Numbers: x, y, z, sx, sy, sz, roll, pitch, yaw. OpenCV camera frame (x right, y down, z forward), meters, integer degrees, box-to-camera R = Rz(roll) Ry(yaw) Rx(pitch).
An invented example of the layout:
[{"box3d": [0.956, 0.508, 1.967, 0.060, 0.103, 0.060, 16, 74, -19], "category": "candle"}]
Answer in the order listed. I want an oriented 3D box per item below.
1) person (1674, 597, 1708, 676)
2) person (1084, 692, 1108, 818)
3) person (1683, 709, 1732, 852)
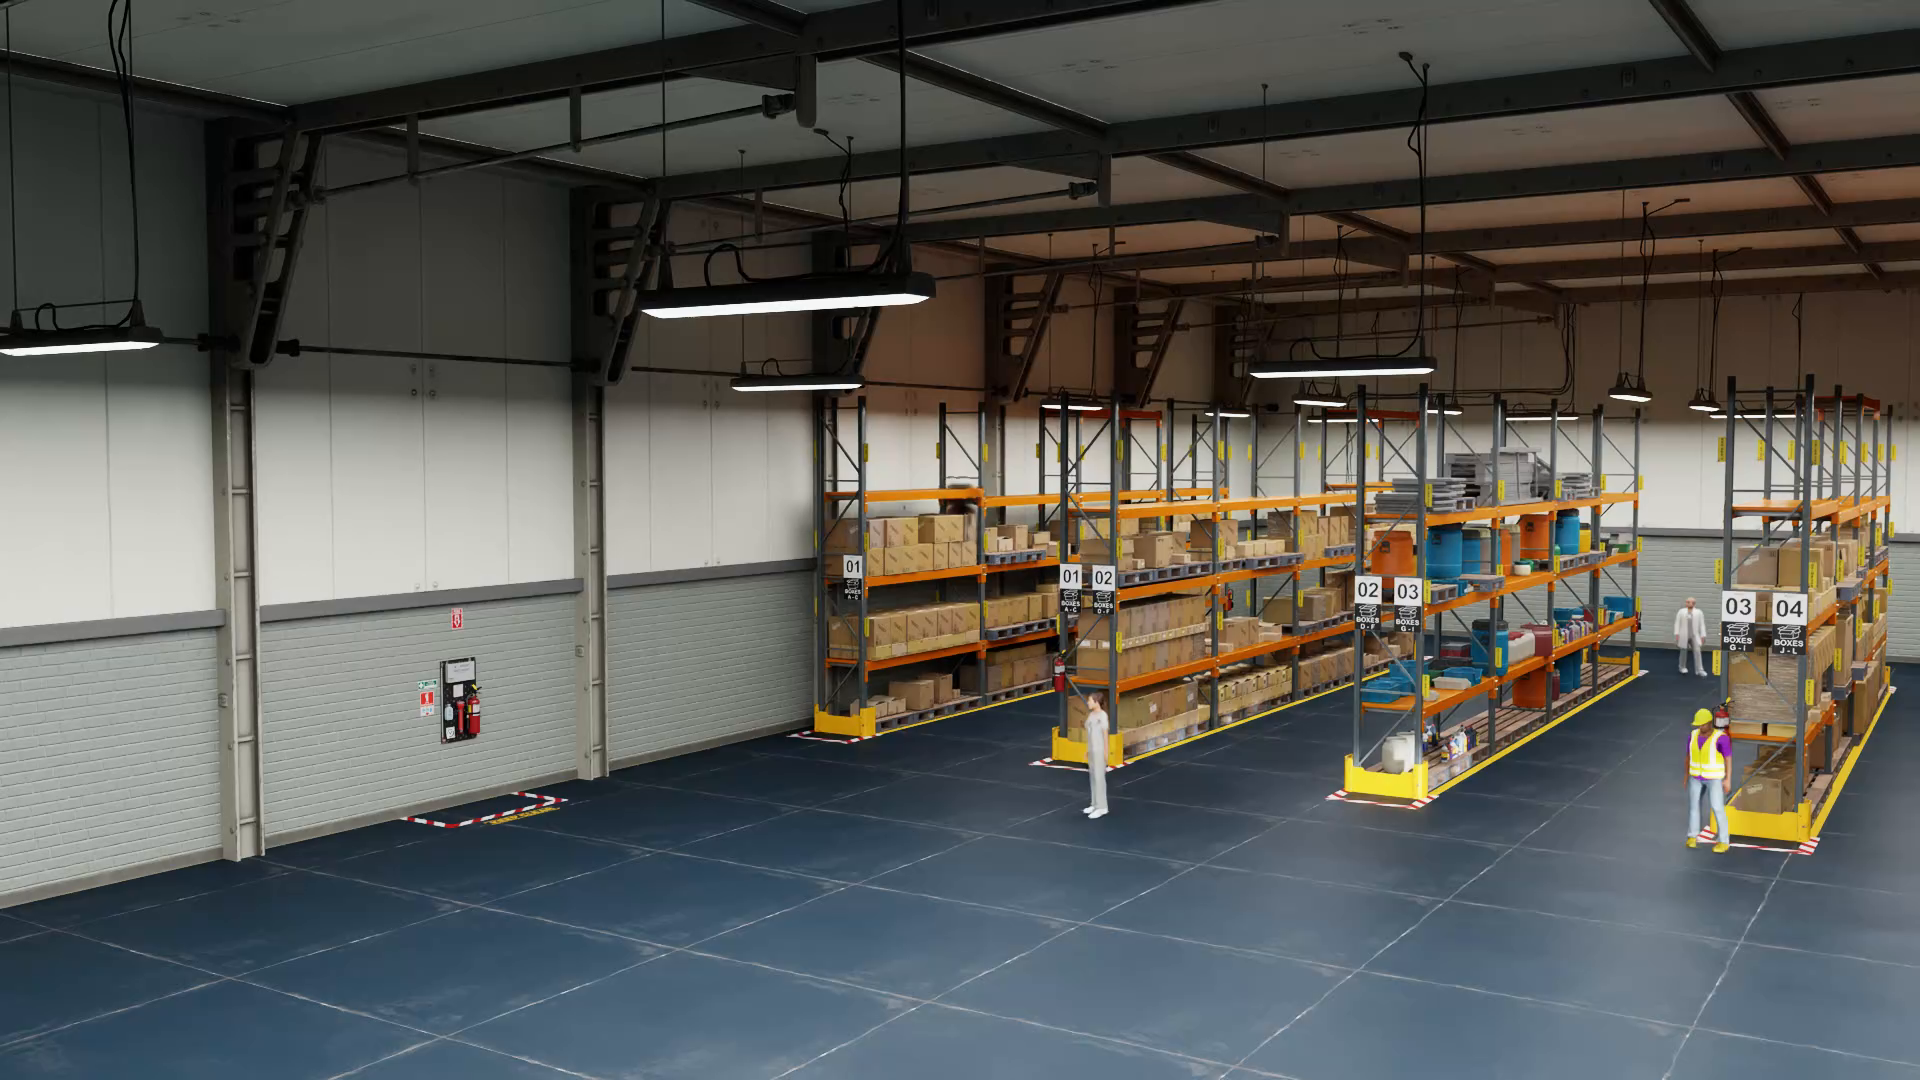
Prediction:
[{"box3d": [16.358, 2.155, 37.191, 0.679, 1.728, 1.058, 0, 3, 7], "category": "person"}, {"box3d": [1.877, 2.964, 23.064, 0.419, 1.704, 0.525, -1, 3, -22], "category": "person"}, {"box3d": [9.420, 3.011, 21.026, 0.410, 1.765, 0.619, -2, 4, -36], "category": "person"}]
